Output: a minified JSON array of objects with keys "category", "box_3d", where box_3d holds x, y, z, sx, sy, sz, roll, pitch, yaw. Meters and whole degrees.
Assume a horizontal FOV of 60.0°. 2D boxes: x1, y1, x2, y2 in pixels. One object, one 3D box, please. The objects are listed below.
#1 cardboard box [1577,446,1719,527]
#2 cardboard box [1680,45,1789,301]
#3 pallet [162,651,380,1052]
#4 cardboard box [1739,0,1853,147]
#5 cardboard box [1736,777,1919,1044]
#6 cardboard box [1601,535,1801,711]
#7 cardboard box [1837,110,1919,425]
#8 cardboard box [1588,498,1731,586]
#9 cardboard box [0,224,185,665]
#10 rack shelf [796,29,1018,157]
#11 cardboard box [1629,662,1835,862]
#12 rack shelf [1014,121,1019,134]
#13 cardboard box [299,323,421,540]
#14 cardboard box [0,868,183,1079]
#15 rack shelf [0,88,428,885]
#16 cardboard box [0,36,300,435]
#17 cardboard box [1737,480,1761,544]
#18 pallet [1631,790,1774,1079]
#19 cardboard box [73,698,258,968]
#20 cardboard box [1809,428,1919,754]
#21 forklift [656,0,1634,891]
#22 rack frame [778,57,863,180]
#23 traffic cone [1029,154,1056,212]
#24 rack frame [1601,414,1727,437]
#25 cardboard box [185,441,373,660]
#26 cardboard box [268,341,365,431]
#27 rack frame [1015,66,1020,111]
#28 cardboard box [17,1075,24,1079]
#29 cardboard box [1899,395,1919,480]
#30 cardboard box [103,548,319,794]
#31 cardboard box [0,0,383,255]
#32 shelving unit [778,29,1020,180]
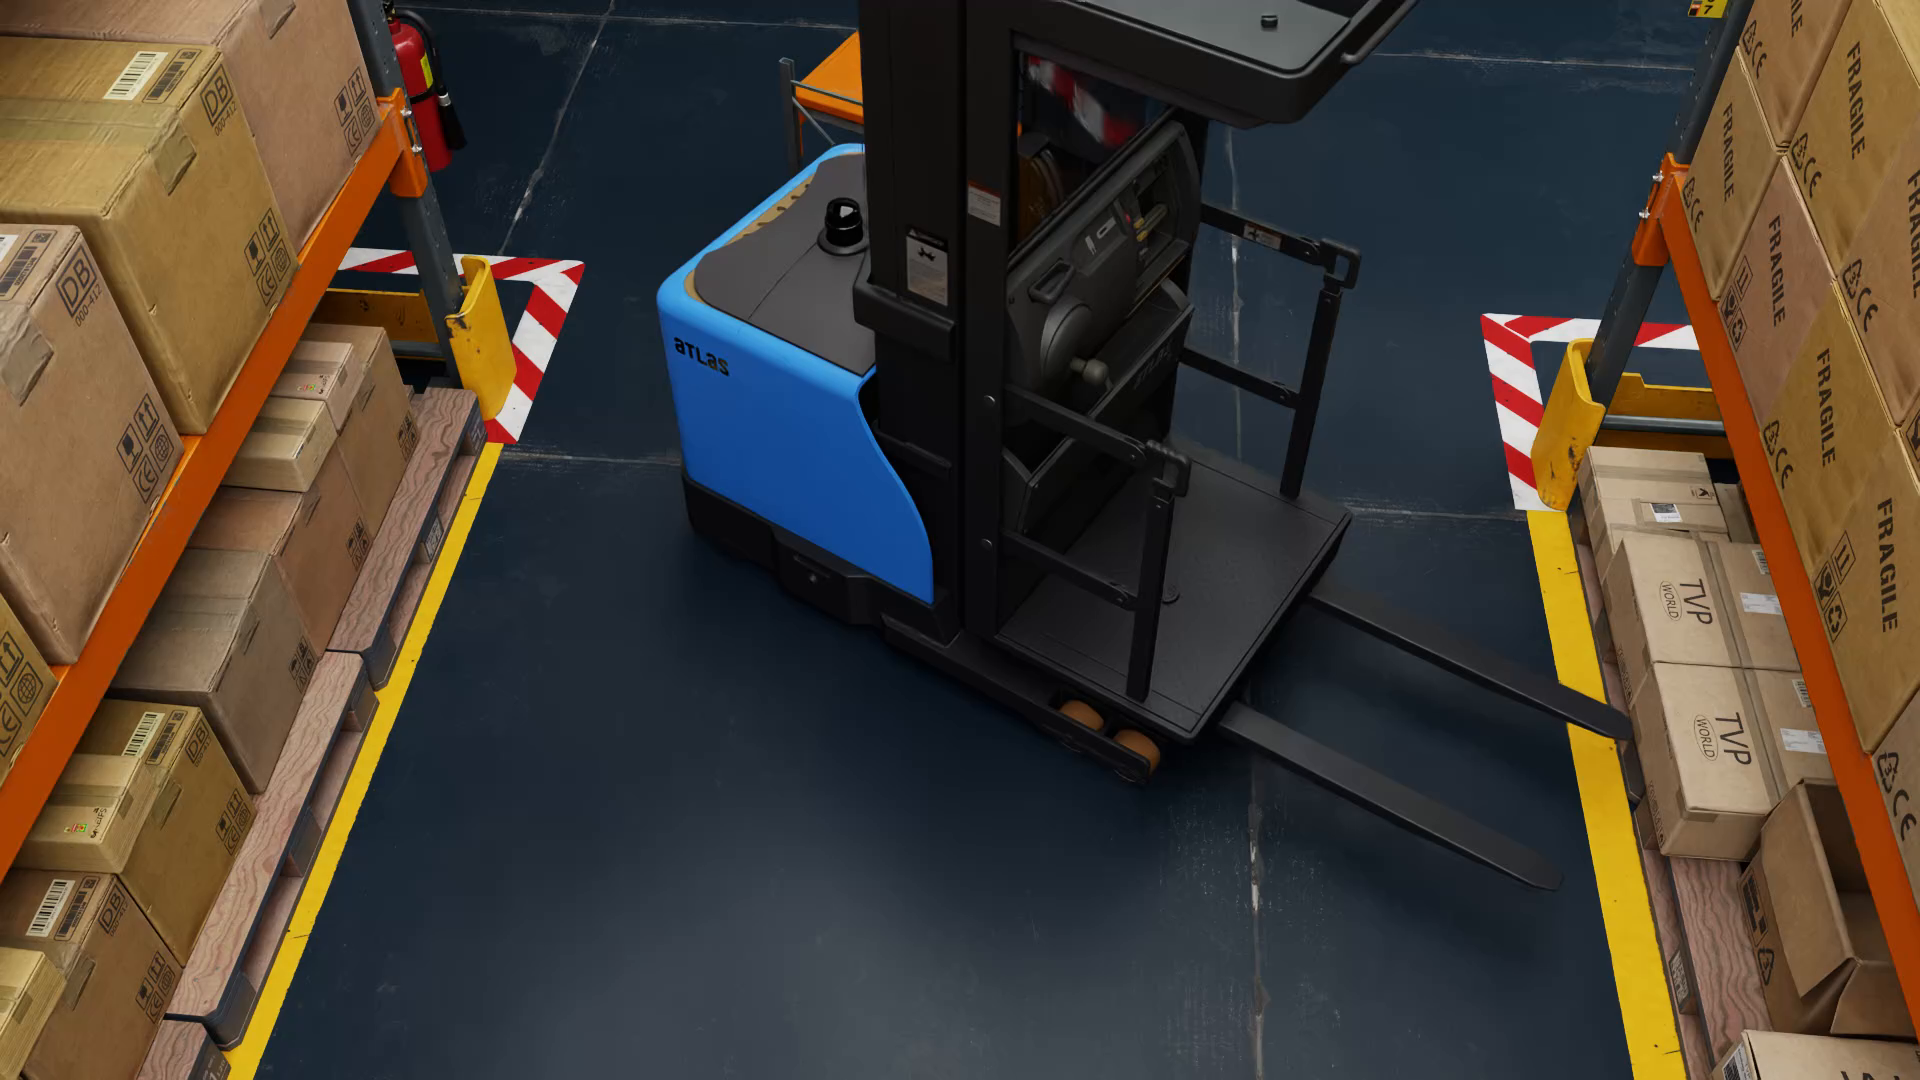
[{"category":"cardboard box","box_3d":[2.270,-0.164,5.501,0.380,0.149,0.250,4,48,4]},{"category":"cardboard box","box_3d":[2.347,-0.988,4.553,0.500,0.500,0.500,5,48,4]},{"category":"pallet","box_3d":[-2.392,0.835,4.843,1.003,0.211,1.213,4,48,4]},{"category":"cardboard box","box_3d":[2.347,-1.325,4.184,0.500,0.500,0.500,5,48,5]},{"category":"cardboard box","box_3d":[2.452,0.990,4.205,0.797,0.503,0.637,4,48,4]},{"category":"cardboard box","box_3d":[2.273,0.265,5.040,0.500,0.250,0.500,4,48,4]},{"category":"cardboard box","box_3d":[2.257,-0.573,3.496,0.500,0.500,0.500,4,48,4]},{"category":"cardboard box","box_3d":[2.247,0.014,5.326,0.380,0.166,0.250,4,48,4]},{"category":"cardboard box","box_3d":[-2.453,-0.223,3.718,0.980,0.700,0.700,2,48,2]},{"category":"rack shelf","box_3d":[-0.159,-1.721,6.165,0.538,0.278,1.000,22,51,19]},{"category":"cardboard box","box_3d":[2.227,0.633,4.704,0.500,0.250,0.500,4,48,4]},{"category":"rack shelf","box_3d":[-0.159,-1.359,6.562,0.538,0.278,1.000,22,51,19]},{"category":"cardboard box","box_3d":[-2.247,-0.370,5.465,0.700,0.500,0.500,4,48,4]},{"category":"cardboard box","box_3d":[-2.428,1.137,4.087,0.700,0.500,0.500,3,48,3]},{"category":"rack shelf","box_3d":[-2.465,0.120,4.095,1.077,0.370,4.000,4,48,4]},{"category":"cardboard box","box_3d":[-2.375,-0.783,4.230,0.980,0.700,0.700,4,48,3]},{"category":"cardboard box","box_3d":[2.846,-0.151,5.251,0.500,0.500,0.500,4,48,4]},{"category":"pallet","box_3d":[2.458,1.215,4.496,1.003,0.211,1.213,4,48,4]},{"category":"cardboard box","box_3d":[-2.379,0.760,4.431,0.700,0.500,0.500,5,48,4]},{"category":"cardboard box","box_3d":[2.210,0.128,3.533,0.500,0.500,0.500,4,48,4]},{"category":"forklift","box_3d":[0.572,-0.704,4.408,3.031,2.935,1.130,26,53,22]},{"category":"rack frame","box_3d":[-0.400,-1.193,6.079,0.500,1.125,0.032,22,51,19]},{"category":"traffic cone","box_3d":[0.167,-0.616,4.845,0.295,1.202,0.196,4,48,4]},{"category":"rack frame","box_3d":[2.647,-1.262,4.872,0.949,2.616,0.053,4,48,4]},{"category":"cardboard box","box_3d":[-2.293,-0.002,5.128,0.700,0.500,0.500,4,48,3]},{"category":"cardboard box","box_3d":[-2.078,-0.482,5.128,0.380,0.149,0.250,3,48,3]},{"category":"rack frame","box_3d":[0.082,-1.854,6.684,0.500,1.125,0.032,22,51,19]},{"category":"cardboard box","box_3d":[-2.477,1.506,3.749,0.700,0.500,0.500,4,48,4]},{"category":"cardboard box","box_3d":[2.211,-0.200,3.155,0.500,0.500,0.500,3,48,3]},{"category":"cardboard box","box_3d":[-2.338,0.368,4.790,0.700,0.500,0.500,2,48,2]},{"category":"cardboard box","box_3d":[-2.320,-1.318,4.720,0.980,0.700,0.700,6,48,5]},{"category":"shelving unit","box_3d":[-0.159,-1.524,6.381,0.538,1.125,1.048,22,51,19]}]
